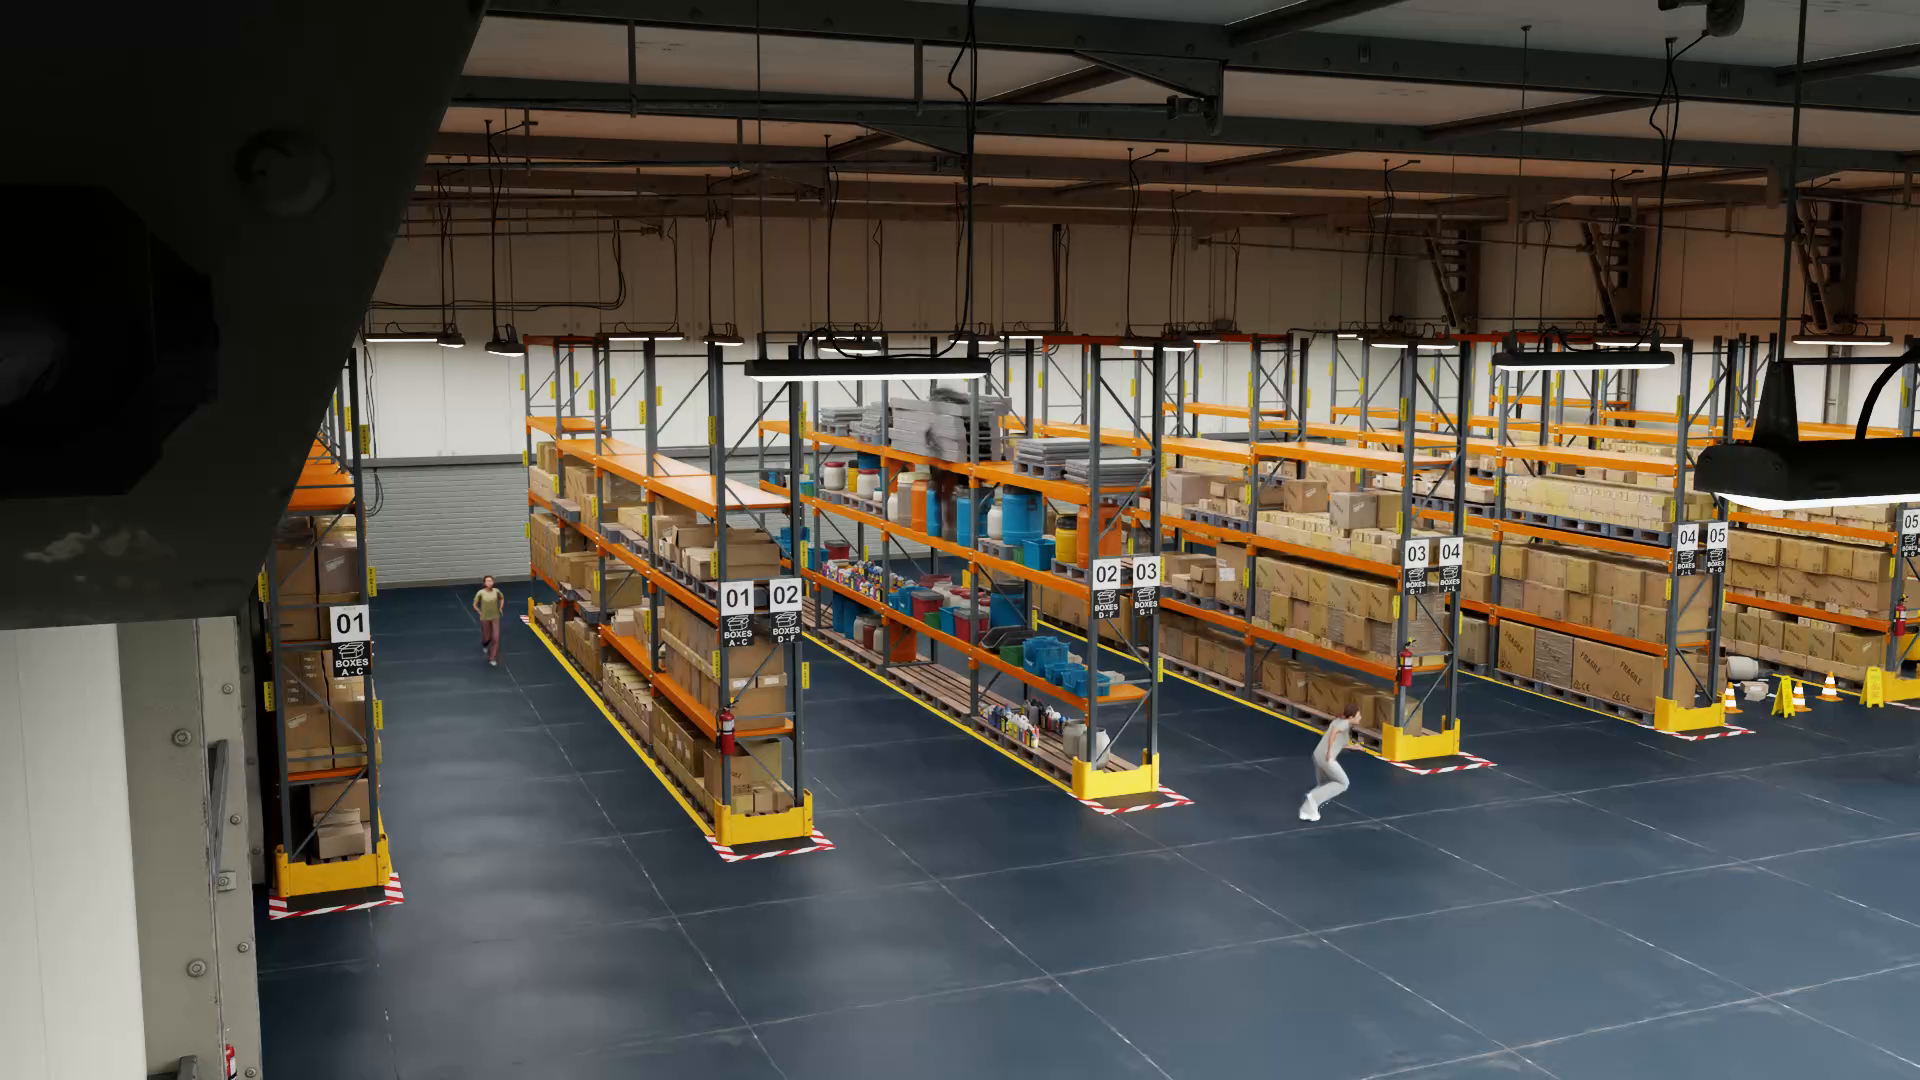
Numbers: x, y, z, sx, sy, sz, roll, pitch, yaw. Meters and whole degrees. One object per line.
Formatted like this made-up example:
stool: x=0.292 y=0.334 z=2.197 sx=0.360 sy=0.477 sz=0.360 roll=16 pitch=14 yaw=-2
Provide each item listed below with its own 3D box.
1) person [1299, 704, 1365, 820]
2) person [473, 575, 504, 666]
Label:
person: x=4.704 y=2.814 z=20.960 sx=0.821 sy=1.504 sz=0.590 roll=0 pitch=8 yaw=0
person: x=-8.665 y=1.456 z=30.651 sx=0.584 sy=1.650 sz=0.800 roll=-4 pitch=8 yaw=-25
